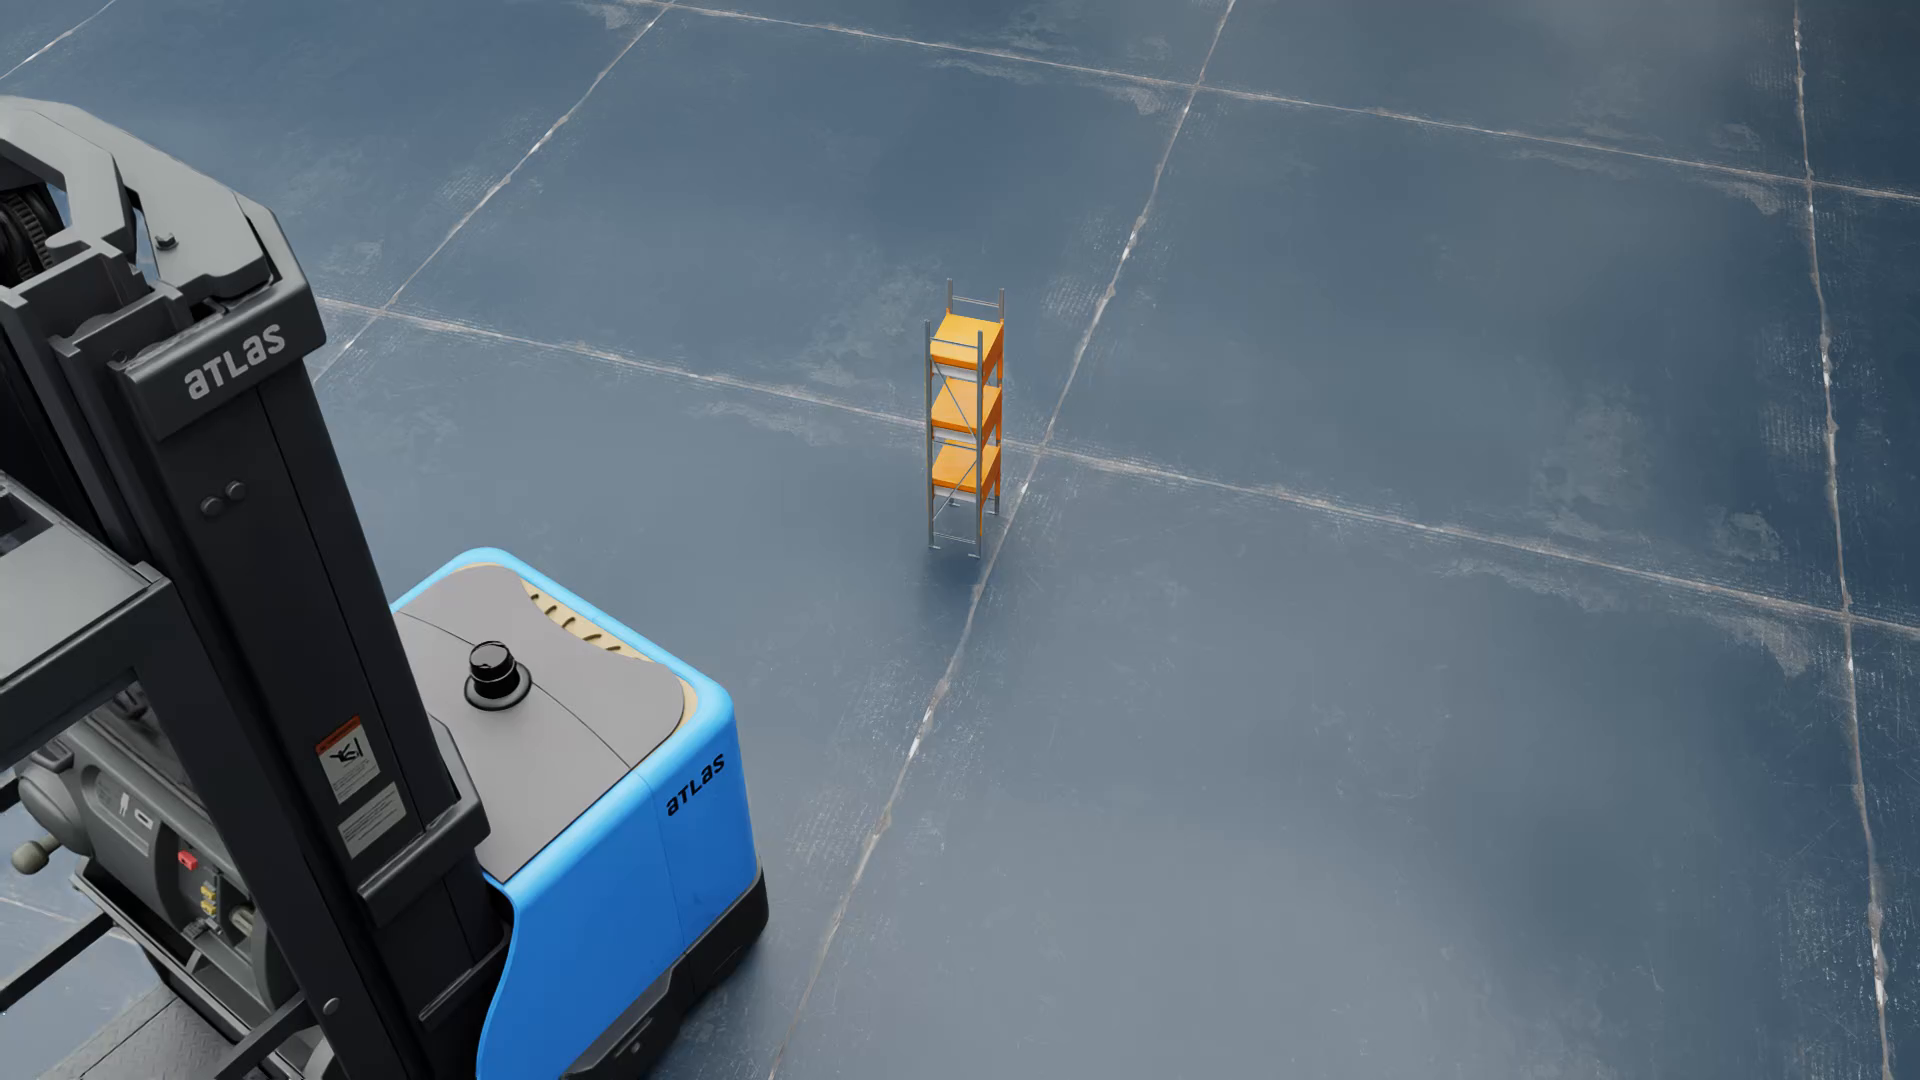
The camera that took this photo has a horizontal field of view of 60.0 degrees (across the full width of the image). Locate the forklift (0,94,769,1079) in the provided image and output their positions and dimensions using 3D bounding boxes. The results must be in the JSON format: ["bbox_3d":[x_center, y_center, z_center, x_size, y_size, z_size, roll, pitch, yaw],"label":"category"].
[{"bbox_3d":[-1.862,0.741,3.397,1.130,2.935,3.031,28,51,25],"label":"forklift"}]

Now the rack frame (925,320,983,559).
[{"bbox_3d":[-0.021,-0.330,5.836,0.200,1.050,0.008,13,46,12],"label":"rack frame"}]

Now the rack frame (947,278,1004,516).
[{"bbox_3d":[0.053,-0.492,6.002,0.200,1.050,0.008,13,46,12],"label":"rack frame"}]

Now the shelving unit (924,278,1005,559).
[{"bbox_3d":[0.016,-0.411,5.919,0.215,1.050,0.252,13,46,12],"label":"shelving unit"}]

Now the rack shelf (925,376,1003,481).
[{"bbox_3d":[0.016,-0.403,5.927,0.215,0.259,0.240,13,46,12],"label":"rack shelf"}]

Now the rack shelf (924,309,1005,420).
[{"bbox_3d":[0.016,-0.606,5.728,0.215,0.259,0.240,13,46,12],"label":"rack shelf"}]

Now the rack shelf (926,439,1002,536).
[{"bbox_3d":[0.016,-0.205,6.121,0.215,0.259,0.240,13,46,12],"label":"rack shelf"}]
